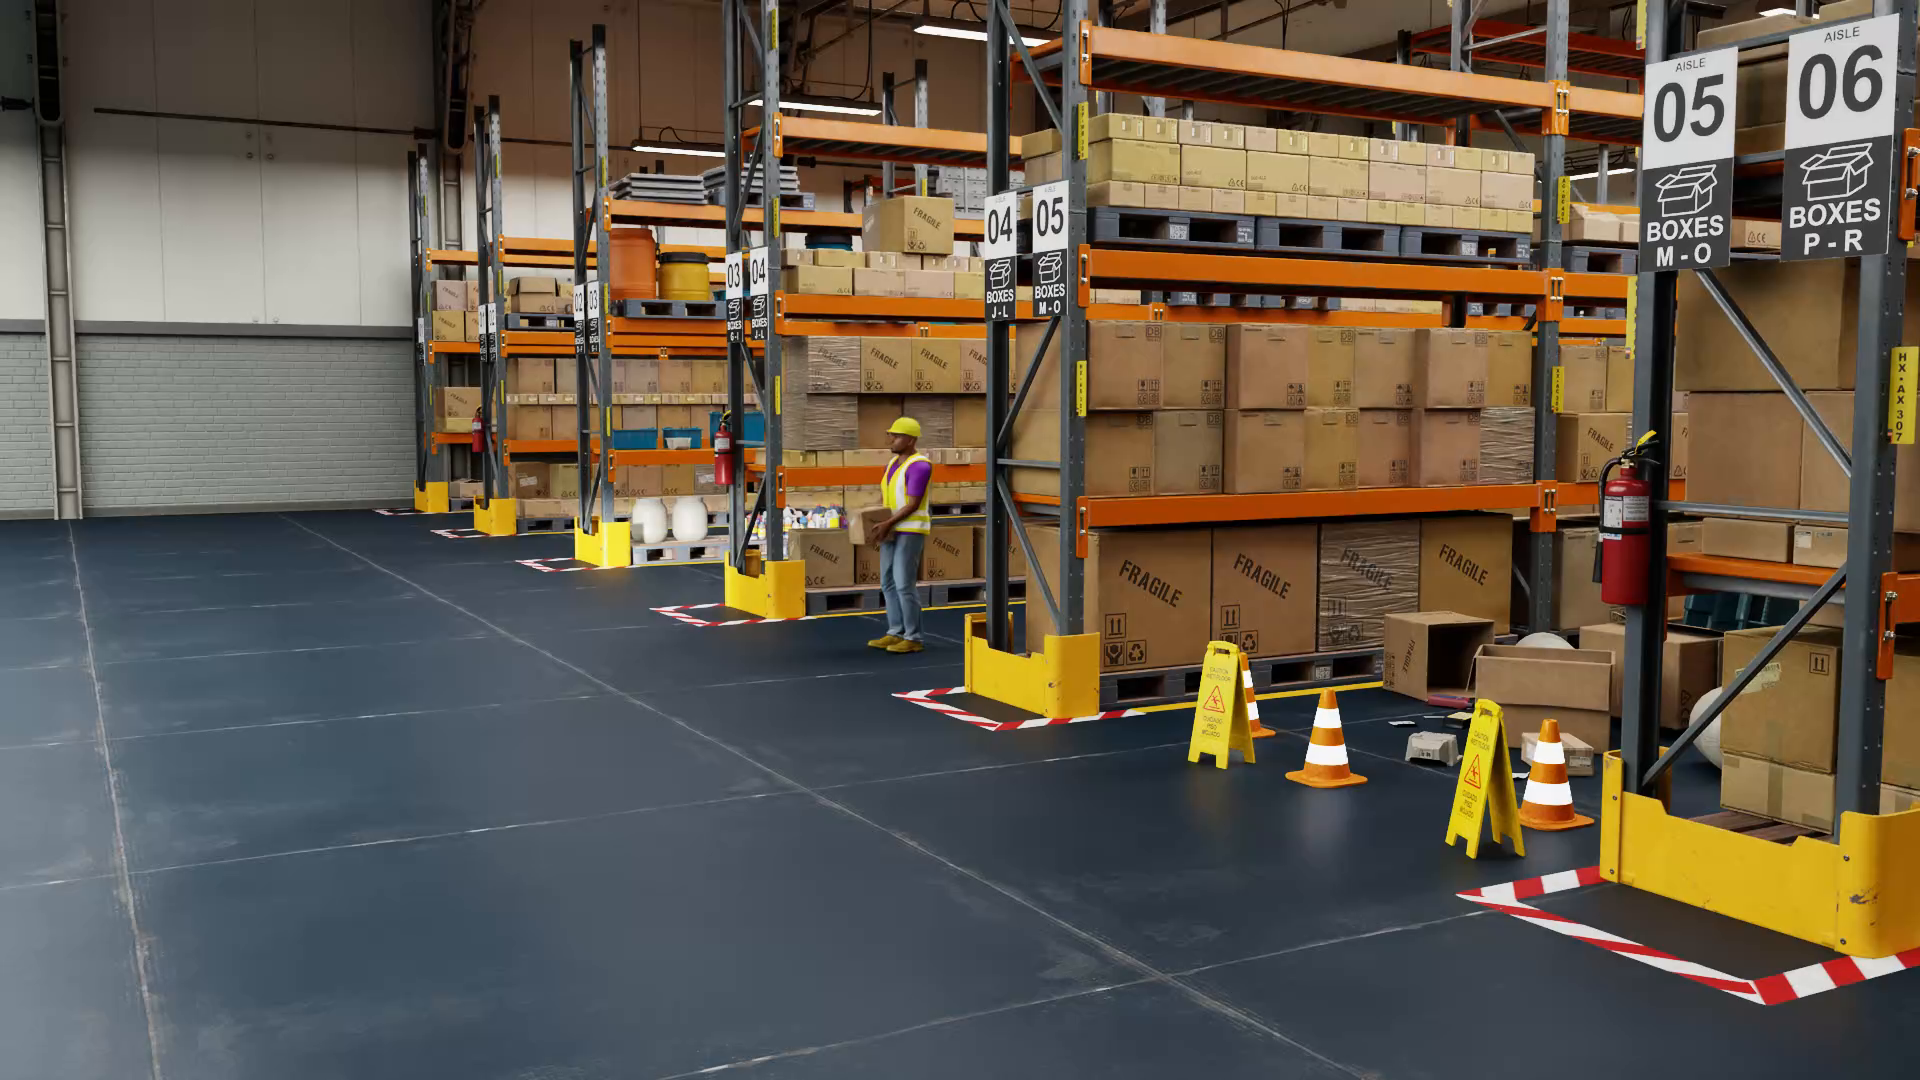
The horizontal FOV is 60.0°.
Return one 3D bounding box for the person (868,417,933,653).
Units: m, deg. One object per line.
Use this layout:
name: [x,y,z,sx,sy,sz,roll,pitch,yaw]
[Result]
person: [-0.503,-0.040,12.563,0.541,1.770,0.542,-3,6,-29]
